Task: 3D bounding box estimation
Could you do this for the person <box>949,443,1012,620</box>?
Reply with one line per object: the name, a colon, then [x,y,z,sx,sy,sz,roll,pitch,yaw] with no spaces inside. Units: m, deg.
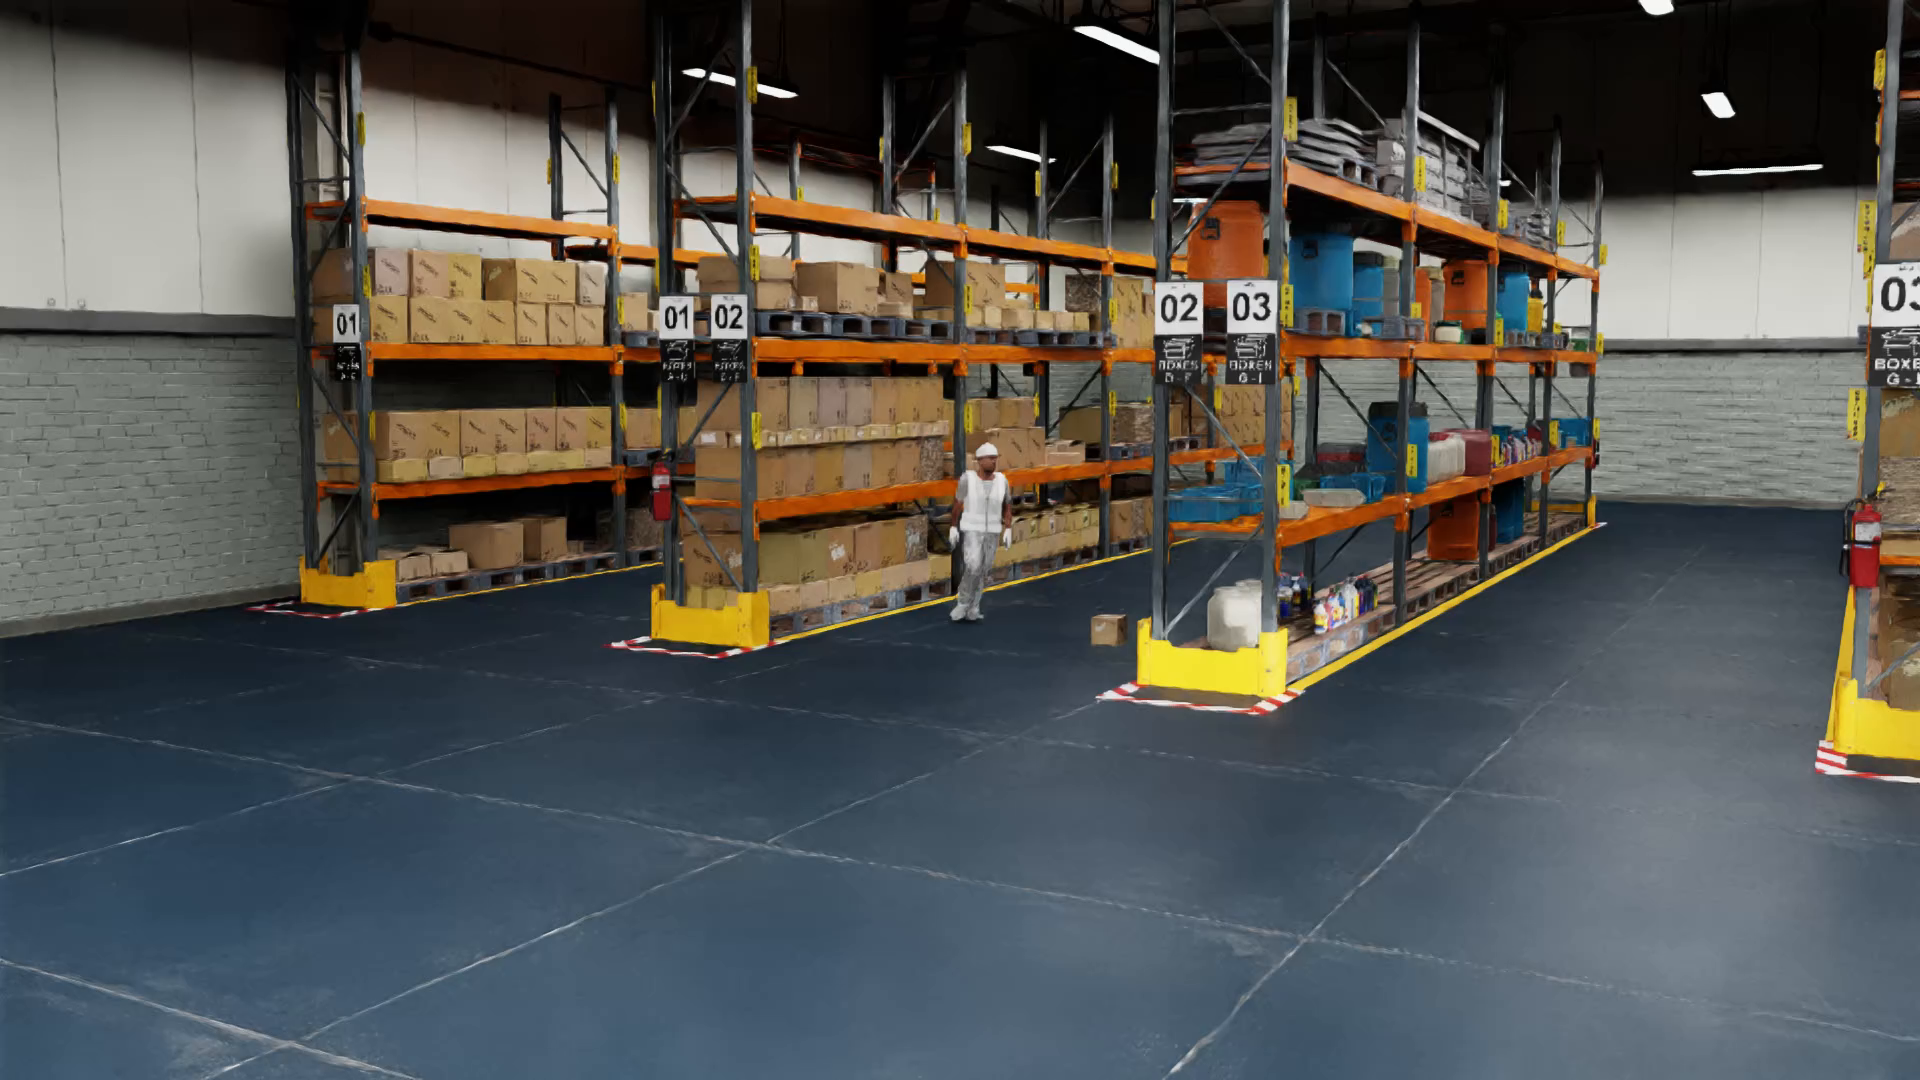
person: [0.198,-0.081,16.519,0.635,1.765,0.503,-2,6,-23]
